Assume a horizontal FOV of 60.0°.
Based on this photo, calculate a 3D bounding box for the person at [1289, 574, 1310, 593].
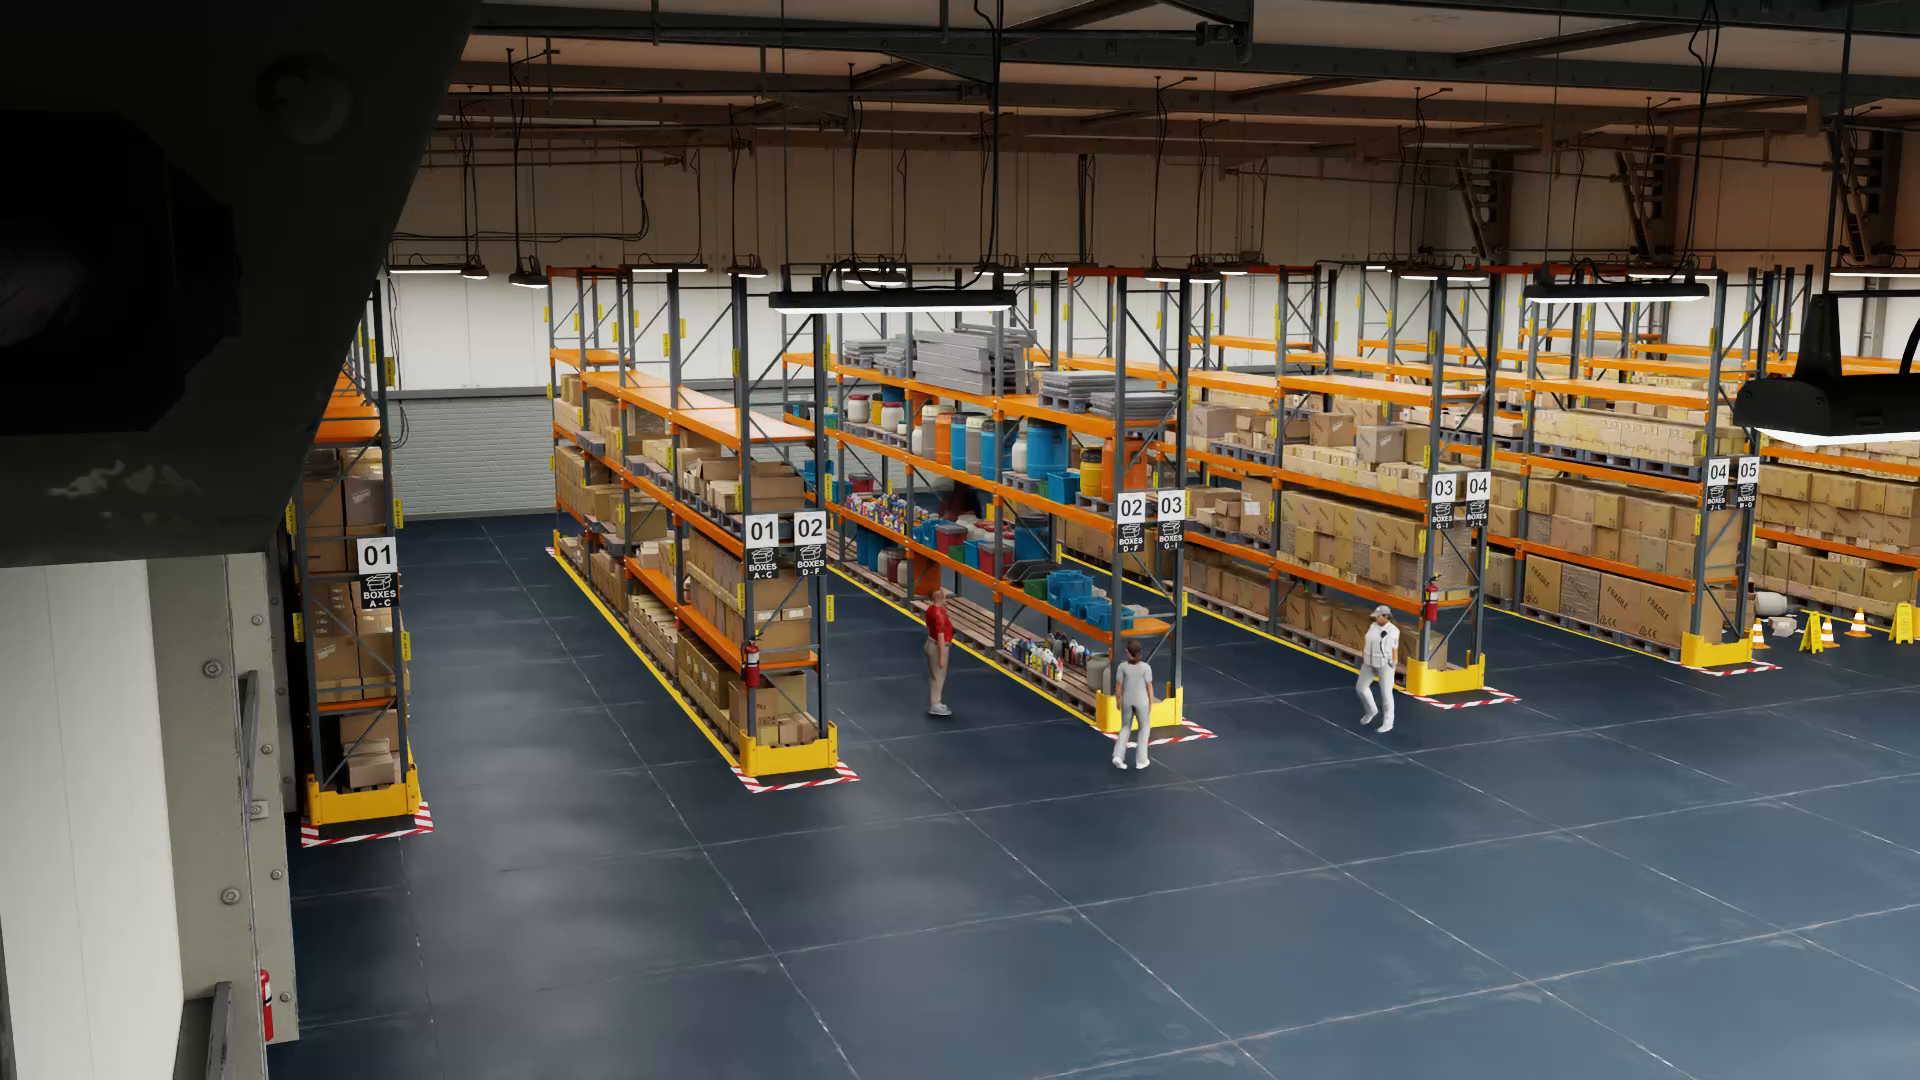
[{"bbox_3d":[6.220,0.098,30.761,0.583,1.730,0.488,6,12,33],"label":"person"}]

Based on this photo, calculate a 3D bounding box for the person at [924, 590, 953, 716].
[{"bbox_3d":[-0.291,1.536,22.875,0.368,1.735,0.642,-3,10,-18],"label":"person"}]

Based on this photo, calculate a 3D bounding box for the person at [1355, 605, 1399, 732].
[{"bbox_3d":[5.578,1.690,22.182,0.424,1.692,0.533,-8,13,-39],"label":"person"}]

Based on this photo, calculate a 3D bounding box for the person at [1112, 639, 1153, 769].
[{"bbox_3d":[2.154,2.015,20.442,0.464,1.664,0.524,4,11,24],"label":"person"}]
